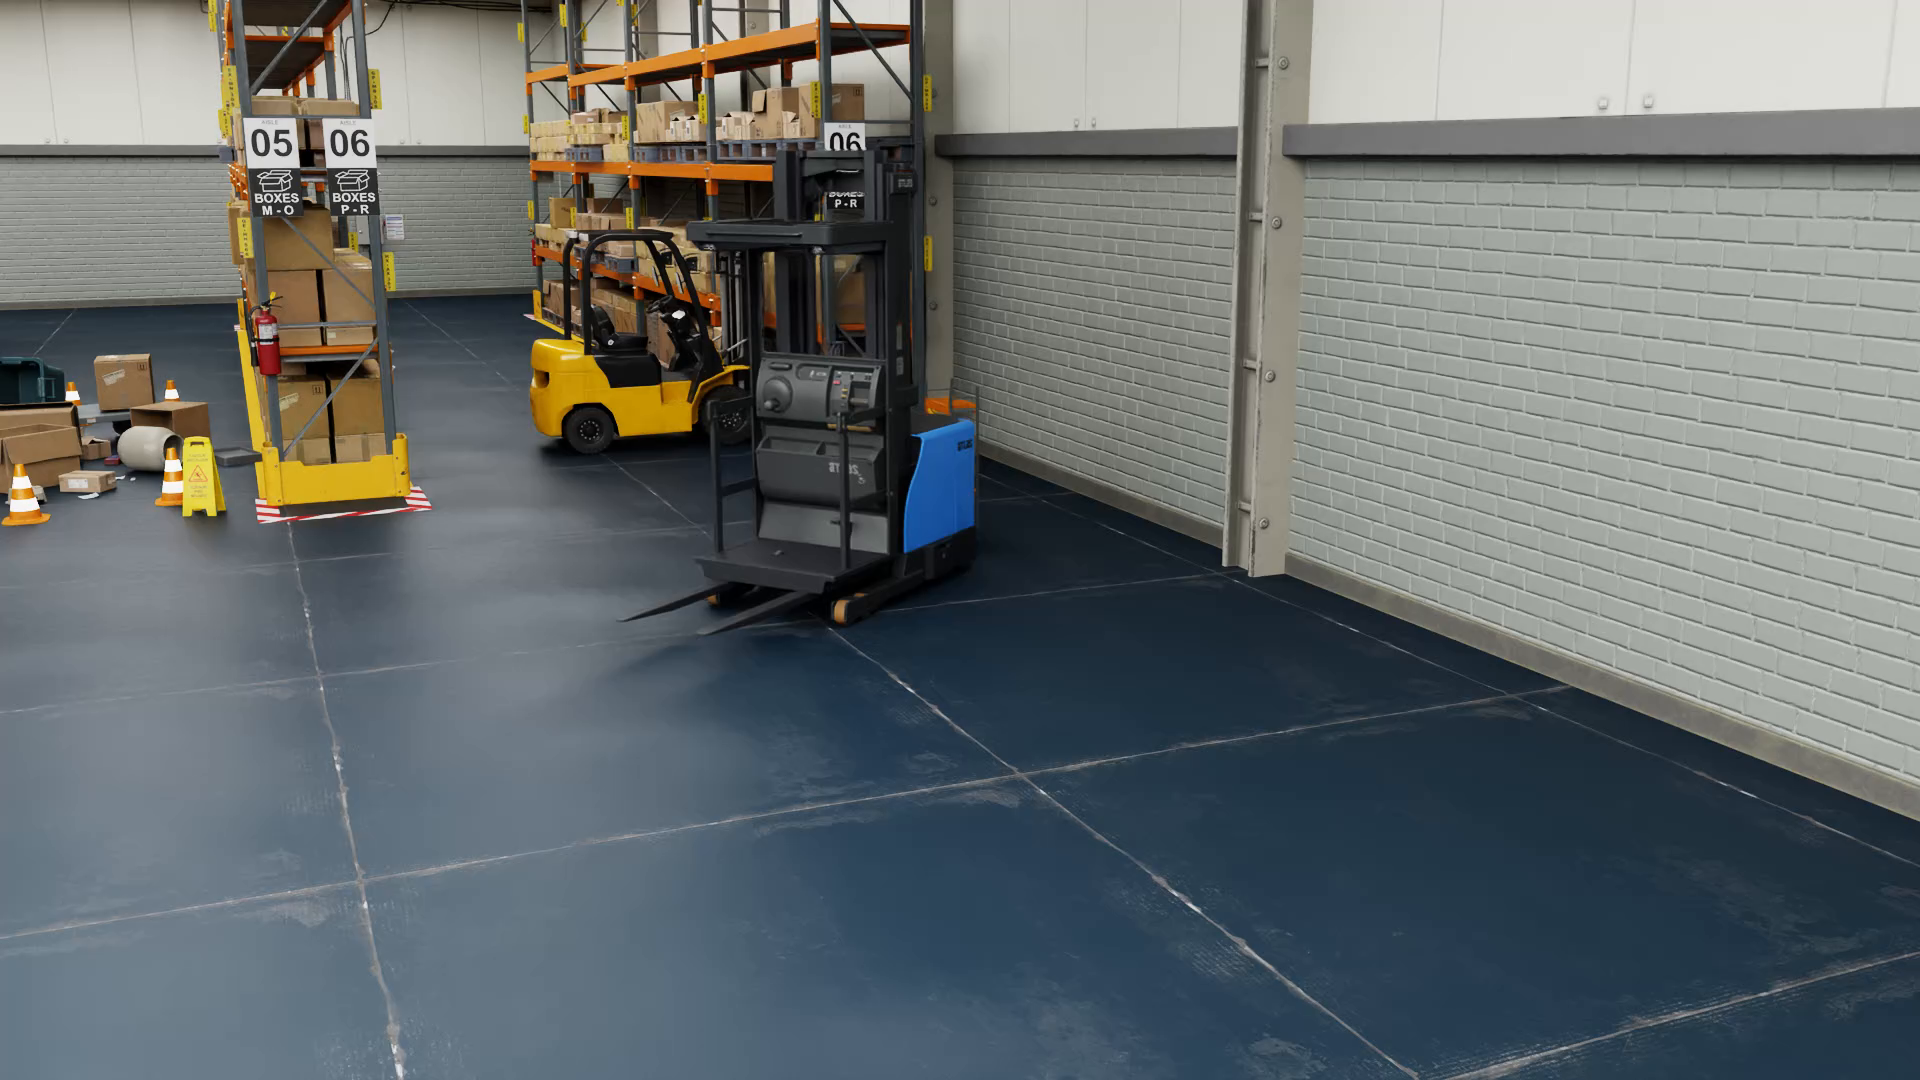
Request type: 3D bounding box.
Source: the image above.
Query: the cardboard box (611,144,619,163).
[{"bbox_3d":[-4.663,-5.497,23.648,0.500,0.250,0.500,-6,14,-23],"label":"cardboard box"}]

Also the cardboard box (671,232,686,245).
[{"bbox_3d":[-3.488,-3.819,21.056,0.380,0.149,0.250,-6,14,-24],"label":"cardboard box"}]

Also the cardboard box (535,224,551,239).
[{"bbox_3d":[-7.303,-5.527,29.772,0.500,0.250,0.500,-6,14,-23],"label":"cardboard box"}]

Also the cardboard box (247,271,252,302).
[{"bbox_3d":[-7.057,-2.723,17.100,0.500,0.500,0.500,-6,14,-23],"label":"cardboard box"}]

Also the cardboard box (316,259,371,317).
[{"bbox_3d":[-5.727,-2.347,15.478,0.500,0.500,0.500,-6,14,-24],"label":"cardboard box"}]

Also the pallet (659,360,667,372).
[{"bbox_3d":[-3.739,-2.389,22.722,1.003,0.211,1.213,-6,14,-23],"label":"pallet"}]

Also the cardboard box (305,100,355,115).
[{"bbox_3d":[-5.331,-3.638,14.073,0.380,0.149,0.250,-6,14,-23],"label":"cardboard box"}]

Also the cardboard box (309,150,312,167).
[{"bbox_3d":[-5.594,-3.409,14.850,0.380,0.149,0.250,-6,14,-23],"label":"cardboard box"}]

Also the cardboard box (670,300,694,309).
[{"bbox_3d":[-3.957,-3.359,23.906,0.380,0.149,0.250,-5,14,-20],"label":"cardboard box"}]

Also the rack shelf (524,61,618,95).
[{"bbox_3d":[-6.437,-7.731,27.919,1.077,0.370,4.000,-6,14,-23],"label":"rack shelf"}]

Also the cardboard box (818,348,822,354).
[{"bbox_3d":[-1.509,-1.792,16.909,0.500,0.250,0.500,-5,14,-22],"label":"cardboard box"}]

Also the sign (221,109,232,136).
[{"bbox_3d":[-9.092,-5.175,20.602,0.100,0.325,0.005,-6,14,-23],"label":"sign"}]

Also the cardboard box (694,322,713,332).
[{"bbox_3d":[-2.954,-2.410,20.964,0.875,0.625,0.625,-6,14,-24],"label":"cardboard box"}]

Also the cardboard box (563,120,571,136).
[{"bbox_3d":[-6.058,-6.606,26.674,0.500,0.250,0.500,-6,14,-23],"label":"cardboard box"}]

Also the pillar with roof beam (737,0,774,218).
[{"bbox_3d":[-6.630,-6.267,19.989,9.100,9.000,0.400,-6,14,-23],"label":"pillar with roof beam"}]

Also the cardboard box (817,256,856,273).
[{"bbox_3d":[-1.224,-2.679,16.132,0.380,0.149,0.250,-5,14,-22],"label":"cardboard box"}]

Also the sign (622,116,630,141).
[{"bbox_3d":[-4.531,-5.585,22.551,0.100,0.325,0.005,-6,14,-23],"label":"sign"}]

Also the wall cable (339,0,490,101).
[{"bbox_3d":[-11.063,-9.526,33.990,2.988,3.039,0.133,-6,14,-23],"label":"wall cable"}]

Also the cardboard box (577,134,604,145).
[{"bbox_3d":[-5.594,-6.082,25.246,0.380,0.149,0.250,-5,14,-22],"label":"cardboard box"}]

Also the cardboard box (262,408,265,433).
[{"bbox_3d":[-6.764,-1.255,16.805,0.500,0.250,0.500,-5,14,-20],"label":"cardboard box"}]

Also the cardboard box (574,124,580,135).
[{"bbox_3d":[-5.683,-6.278,25.435,0.380,0.149,0.250,-6,14,-24],"label":"cardboard box"}]

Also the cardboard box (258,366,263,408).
[{"bbox_3d":[-6.763,-1.620,16.719,0.500,0.500,0.500,-5,14,-21],"label":"cardboard box"}]

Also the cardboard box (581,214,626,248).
[{"bbox_3d":[-5.439,-4.773,25.688,0.700,0.500,0.500,-5,14,-22],"label":"cardboard box"}]

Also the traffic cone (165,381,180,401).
[{"bbox_3d":[-8.757,-1.539,18.493,0.336,0.463,0.334,-6,14,-23],"label":"traffic cone"}]

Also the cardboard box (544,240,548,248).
[{"bbox_3d":[-7.213,-5.310,29.718,0.380,0.149,0.250,-5,14,-22],"label":"cardboard box"}]

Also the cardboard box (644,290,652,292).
[{"bbox_3d":[-4.821,-3.784,25.742,0.380,0.149,0.250,-5,14,-21],"label":"cardboard box"}]

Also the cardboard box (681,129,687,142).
[{"bbox_3d":[-3.150,-4.886,20.082,0.380,0.149,0.250,-6,14,-23],"label":"cardboard box"}]

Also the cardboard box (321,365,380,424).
[{"bbox_3d":[-5.669,-1.353,15.568,0.500,0.500,0.500,-6,14,-25],"label":"cardboard box"}]

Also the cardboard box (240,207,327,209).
[{"bbox_3d":[-5.976,-2.691,14.744,0.700,0.500,0.500,-5,14,-22],"label":"cardboard box"}]

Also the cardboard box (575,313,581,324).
[{"bbox_3d":[-6.128,-3.651,27.385,0.380,0.149,0.250,-6,14,-25],"label":"cardboard box"}]

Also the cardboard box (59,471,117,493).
[{"bbox_3d":[-7.751,-0.518,14.778,0.380,0.149,0.250,1,13,6],"label":"cardboard box"}]

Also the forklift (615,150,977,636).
[{"bbox_3d":[-1.029,-1.003,10.703,1.130,2.935,3.031,7,15,28],"label":"forklift"}]

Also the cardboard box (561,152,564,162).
[{"bbox_3d":[-6.339,-6.292,27.308,0.380,0.149,0.250,-6,14,-23],"label":"cardboard box"}]

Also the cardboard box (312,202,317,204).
[{"bbox_3d":[-8.553,-4.131,21.629,0.500,0.500,0.500,-6,14,-25],"label":"cardboard box"}]

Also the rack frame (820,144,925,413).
[{"bbox_3d":[-0.829,-2.268,16.016,1.000,3.000,0.127,-6,14,-23],"label":"rack frame"}]

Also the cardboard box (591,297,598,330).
[{"bbox_3d":[-5.648,-3.614,26.443,0.500,0.500,0.500,-5,14,-21],"label":"cardboard box"}]

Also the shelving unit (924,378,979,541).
[{"bbox_3d":[-0.066,-0.619,12.882,0.258,1.200,0.503,-6,14,-23],"label":"shelving unit"}]

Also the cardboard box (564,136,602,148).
[{"bbox_3d":[-6.058,-6.357,26.706,0.500,0.250,0.500,-6,14,-23],"label":"cardboard box"}]

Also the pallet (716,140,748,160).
[{"bbox_3d":[-2.066,-4.339,18.507,1.003,0.211,1.213,-6,14,-23],"label":"pallet"}]

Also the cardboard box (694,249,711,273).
[{"bbox_3d":[-2.862,-3.343,19.886,0.500,0.250,0.500,-6,14,-24],"label":"cardboard box"}]

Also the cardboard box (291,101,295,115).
[{"bbox_3d":[-5.849,-3.646,14.108,0.380,0.149,0.250,-5,14,-22],"label":"cardboard box"}]

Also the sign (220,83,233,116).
[{"bbox_3d":[-7.485,-4.499,16.986,0.100,0.325,0.005,-6,14,-23],"label":"sign"}]

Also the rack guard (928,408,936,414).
[{"bbox_3d":[-0.819,-1.045,16.277,1.175,0.500,0.348,-6,14,-23],"label":"rack guard"}]

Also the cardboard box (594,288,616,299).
[{"bbox_3d":[-5.554,-3.902,26.249,0.380,0.149,0.250,-6,14,-25],"label":"cardboard box"}]

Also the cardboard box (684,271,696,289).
[{"bbox_3d":[-3.079,-3.205,20.398,0.500,0.250,0.500,-6,14,-23],"label":"cardboard box"}]

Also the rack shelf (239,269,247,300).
[{"bbox_3d":[-9.381,-3.534,23.084,1.077,0.370,4.000,-6,14,-23],"label":"rack shelf"}]

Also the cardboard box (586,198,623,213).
[{"bbox_3d":[-5.988,-5.516,28.060,0.500,0.500,0.500,-6,14,-25],"label":"cardboard box"}]

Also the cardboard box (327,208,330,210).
[{"bbox_3d":[-7.371,-3.704,18.969,0.380,0.149,0.250,-5,14,-20],"label":"cardboard box"}]

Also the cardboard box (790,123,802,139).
[{"bbox_3d":[-1.439,-4.004,16.269,0.380,0.149,0.250,-6,14,-25],"label":"cardboard box"}]

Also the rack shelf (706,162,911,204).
[{"bbox_3d":[-1.630,-3.792,17.544,1.077,0.370,4.000,-6,14,-23],"label":"rack shelf"}]

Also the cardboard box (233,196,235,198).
[{"bbox_3d":[-10.624,-4.906,24.977,0.500,0.500,0.500,-6,14,-23],"label":"cardboard box"}]

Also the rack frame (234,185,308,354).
[{"bbox_3d":[-10.182,-4.298,24.788,1.000,3.000,0.127,-6,14,-23],"label":"rack frame"}]

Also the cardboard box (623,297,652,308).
[{"bbox_3d":[-4.730,-3.473,24.398,0.380,0.149,0.250,-5,14,-21],"label":"cardboard box"}]

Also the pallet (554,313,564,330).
[{"bbox_3d":[-6.402,-3.783,28.747,1.003,0.211,1.213,-6,14,-23],"label":"pallet"}]
